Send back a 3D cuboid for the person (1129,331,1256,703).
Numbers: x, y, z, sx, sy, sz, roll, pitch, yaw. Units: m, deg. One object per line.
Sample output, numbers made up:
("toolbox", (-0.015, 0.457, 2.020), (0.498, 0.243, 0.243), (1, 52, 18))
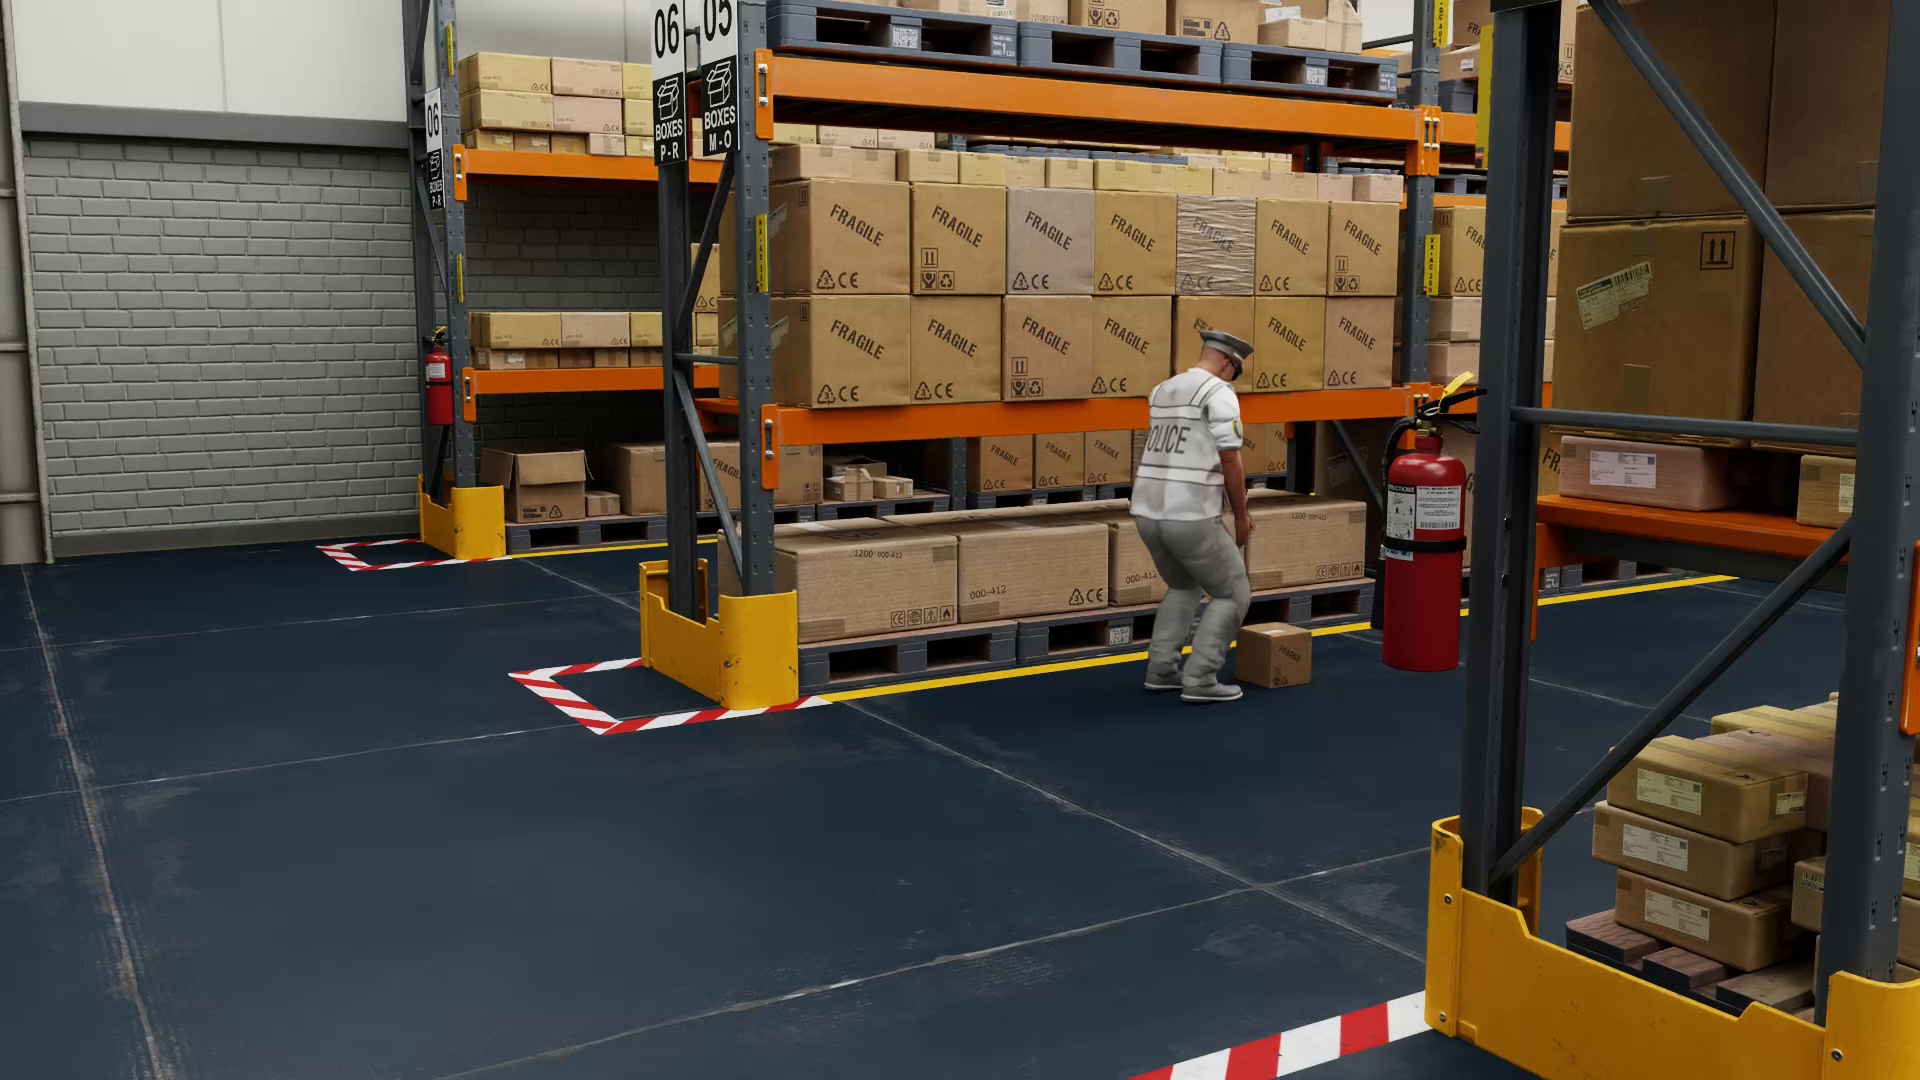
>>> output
("person", (1.051, -0.112, 7.497), (0.585, 1.650, 0.571), (-5, 9, -30))
